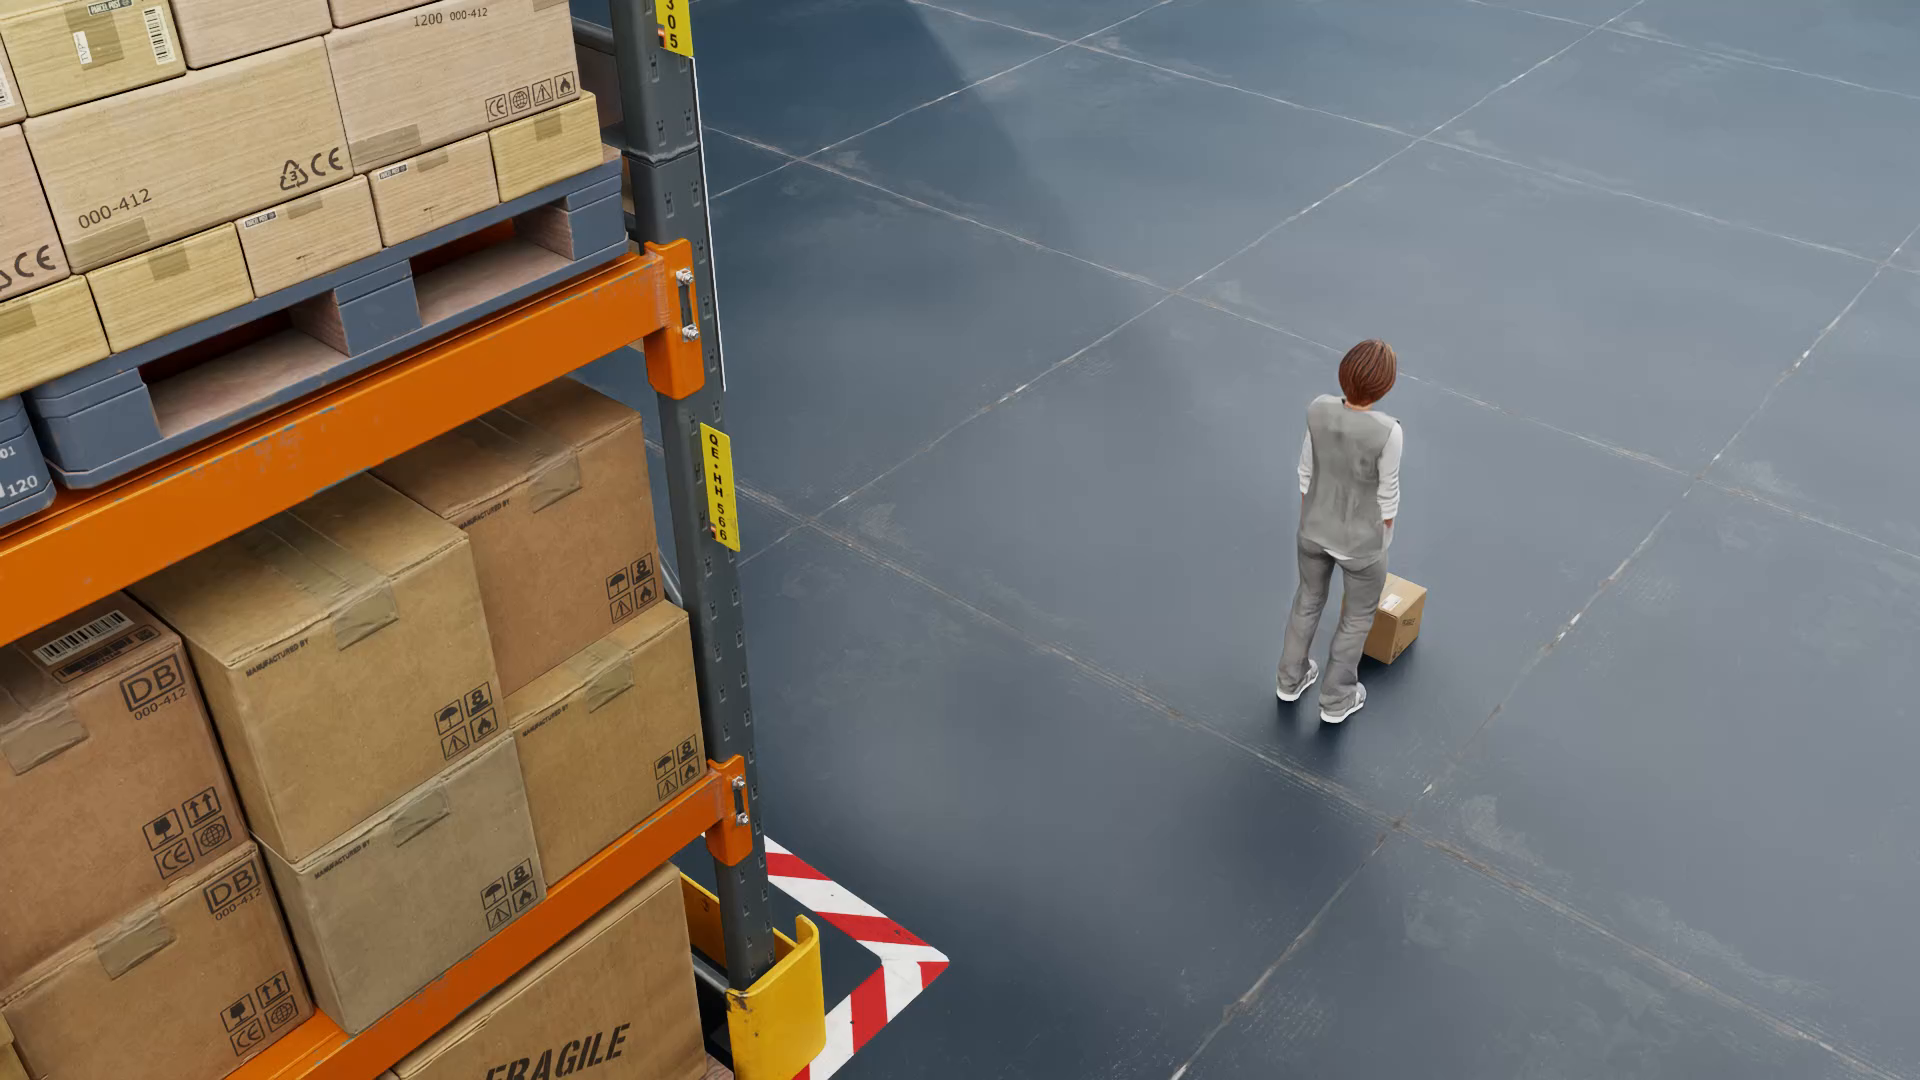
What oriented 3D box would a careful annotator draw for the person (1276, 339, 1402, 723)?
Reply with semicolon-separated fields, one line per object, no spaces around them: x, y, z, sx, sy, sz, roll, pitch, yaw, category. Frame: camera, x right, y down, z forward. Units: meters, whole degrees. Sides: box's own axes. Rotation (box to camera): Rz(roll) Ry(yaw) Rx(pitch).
1.410;-0.016;6.200;0.409;1.576;0.300;27;43;32;person
